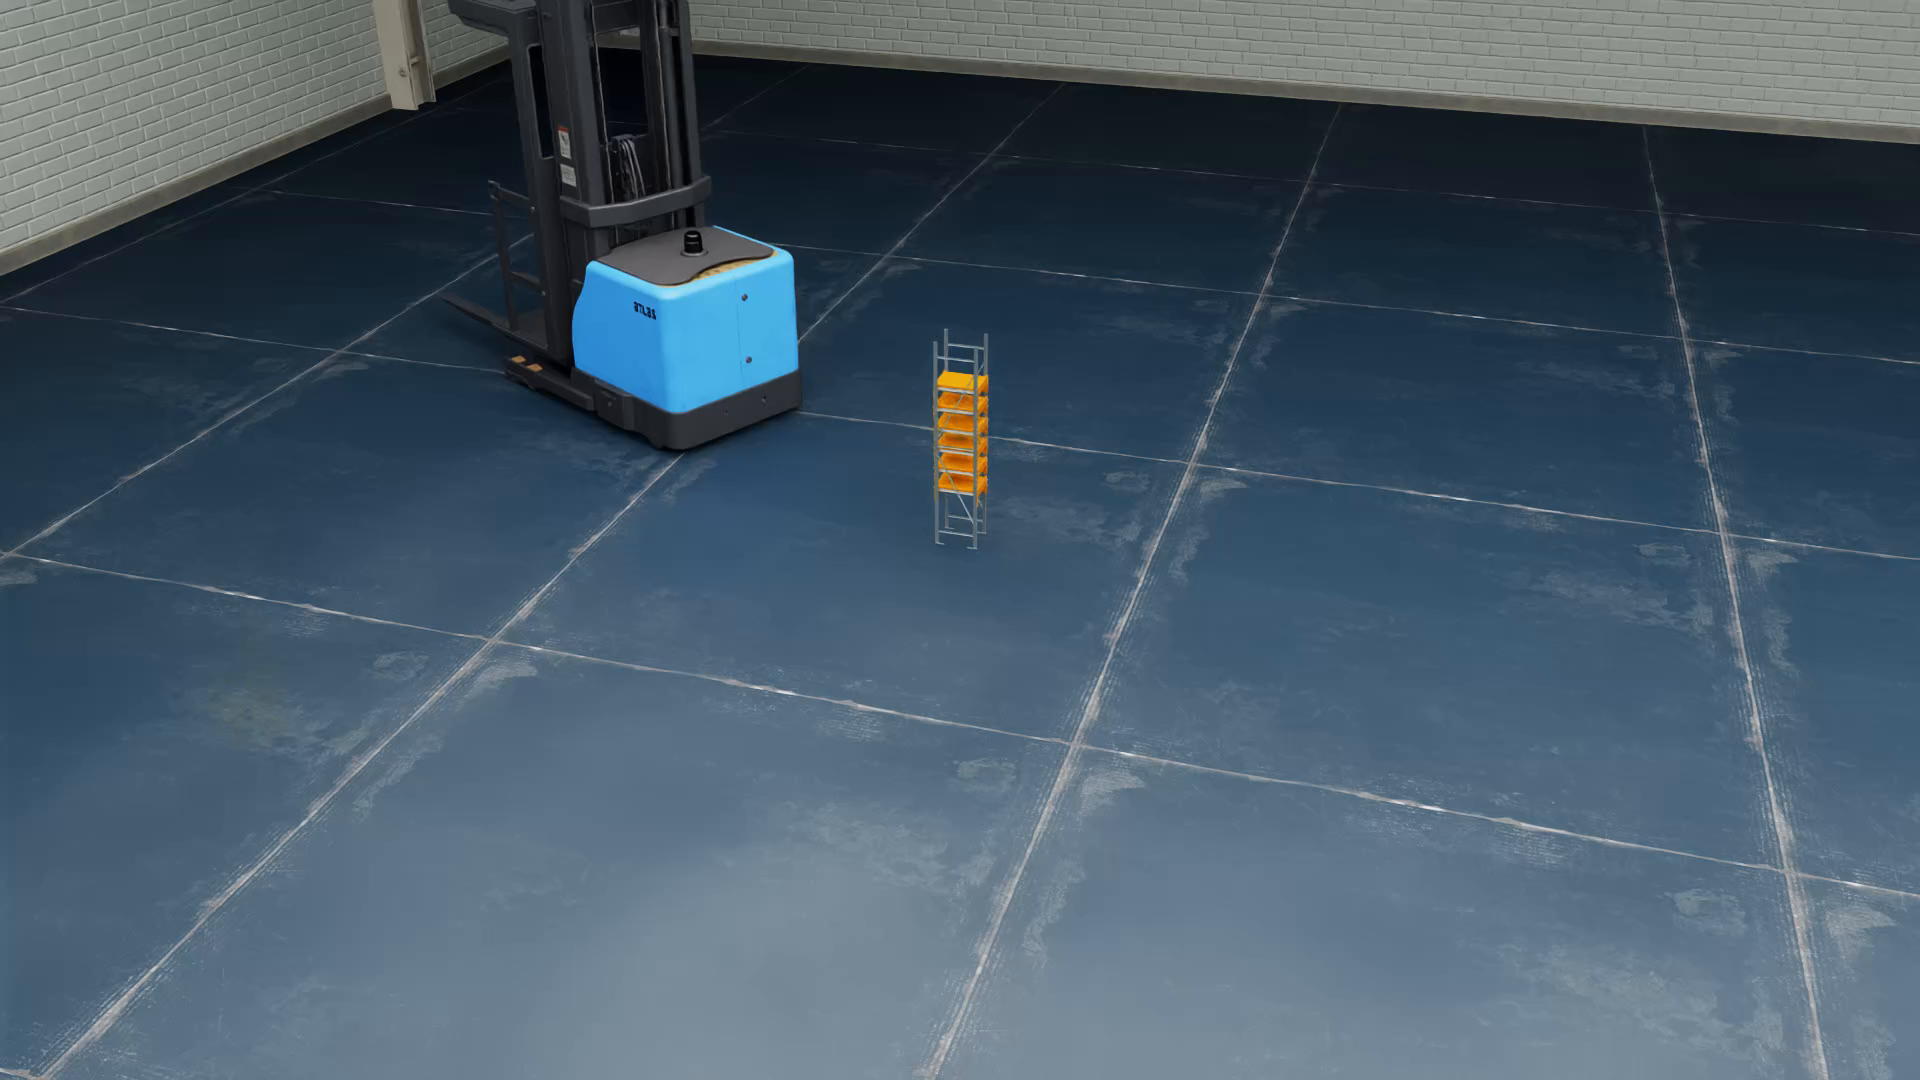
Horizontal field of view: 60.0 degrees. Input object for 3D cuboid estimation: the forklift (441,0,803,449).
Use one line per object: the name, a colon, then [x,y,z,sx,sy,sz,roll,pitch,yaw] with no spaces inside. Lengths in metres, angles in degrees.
forklift: [-2.417,-2.442,10.624,3.031,2.935,1.130,25,38,38]

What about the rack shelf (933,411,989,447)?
rack shelf: [0.004,-0.597,8.934,0.258,0.103,0.180,8,30,15]

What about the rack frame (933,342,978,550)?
rack frame: [-0.023,-0.489,8.894,0.240,1.200,0.006,8,30,15]

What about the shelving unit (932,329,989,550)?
shelving unit: [0.004,-0.531,8.970,0.258,1.200,0.189,8,30,15]

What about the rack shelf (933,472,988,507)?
rack shelf: [0.004,-0.282,9.109,0.258,0.103,0.180,8,30,15]

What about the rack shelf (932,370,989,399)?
rack shelf: [0.004,-0.807,8.817,0.258,0.103,0.180,8,30,15]

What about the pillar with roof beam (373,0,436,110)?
pillar with roof beam: [-1.632,-7.899,14.192,9.100,9.000,0.400,8,30,15]

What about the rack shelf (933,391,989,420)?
rack shelf: [0.004,-0.702,8.875,0.258,0.103,0.180,8,30,15]

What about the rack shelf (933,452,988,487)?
rack shelf: [0.004,-0.387,9.050,0.258,0.103,0.180,8,30,15]

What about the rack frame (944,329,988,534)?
rack frame: [0.031,-0.574,9.047,0.240,1.200,0.006,8,30,15]

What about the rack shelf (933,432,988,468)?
rack shelf: [0.004,-0.492,8.992,0.258,0.103,0.180,8,30,15]
